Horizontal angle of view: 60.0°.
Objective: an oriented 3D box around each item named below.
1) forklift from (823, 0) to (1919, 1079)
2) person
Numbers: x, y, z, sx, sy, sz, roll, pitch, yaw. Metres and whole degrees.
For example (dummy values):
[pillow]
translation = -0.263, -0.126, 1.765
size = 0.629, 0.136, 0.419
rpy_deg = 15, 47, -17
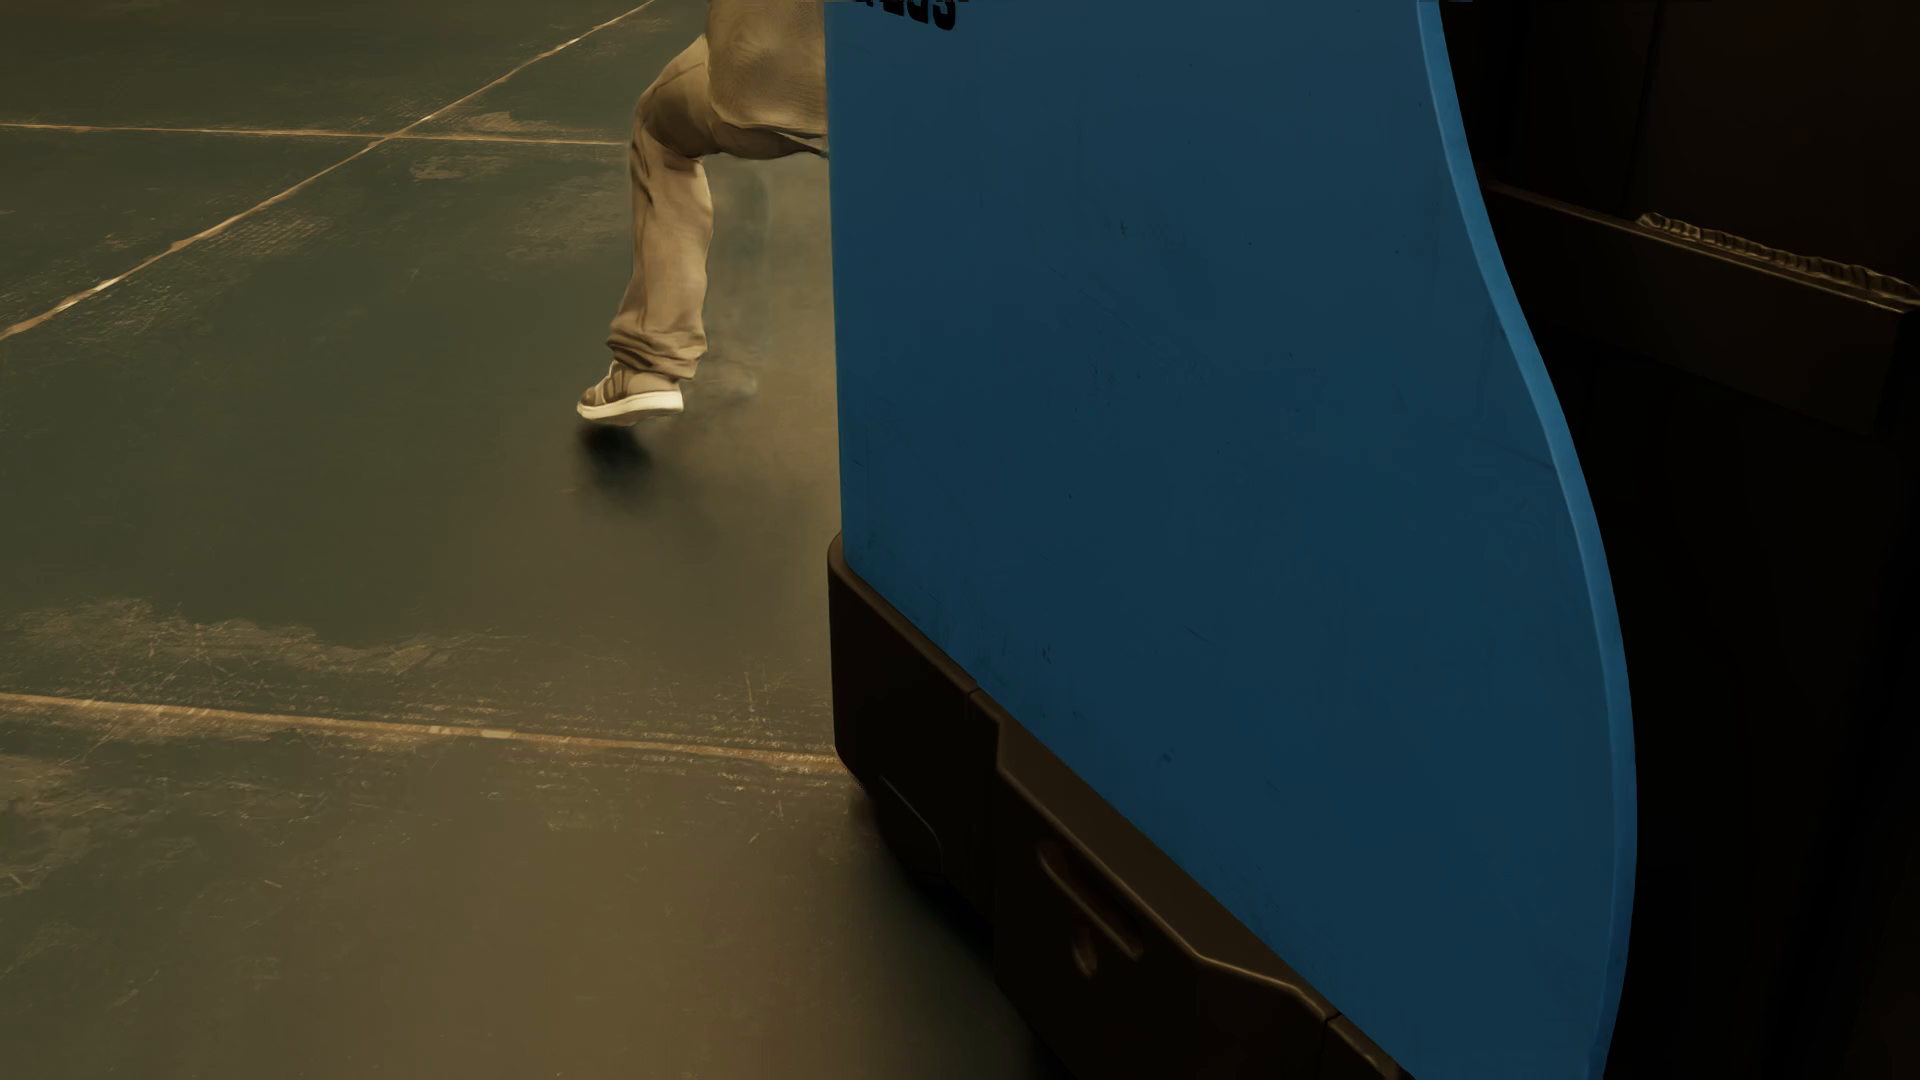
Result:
[forklift]
translation = 1.027, -0.570, 0.358
size = 1.130, 2.935, 3.031
rpy_deg = -14, 30, -26
[person]
translation = -0.163, -0.787, 2.548
size = 0.986, 1.363, 0.637
rpy_deg = 5, 27, 10
